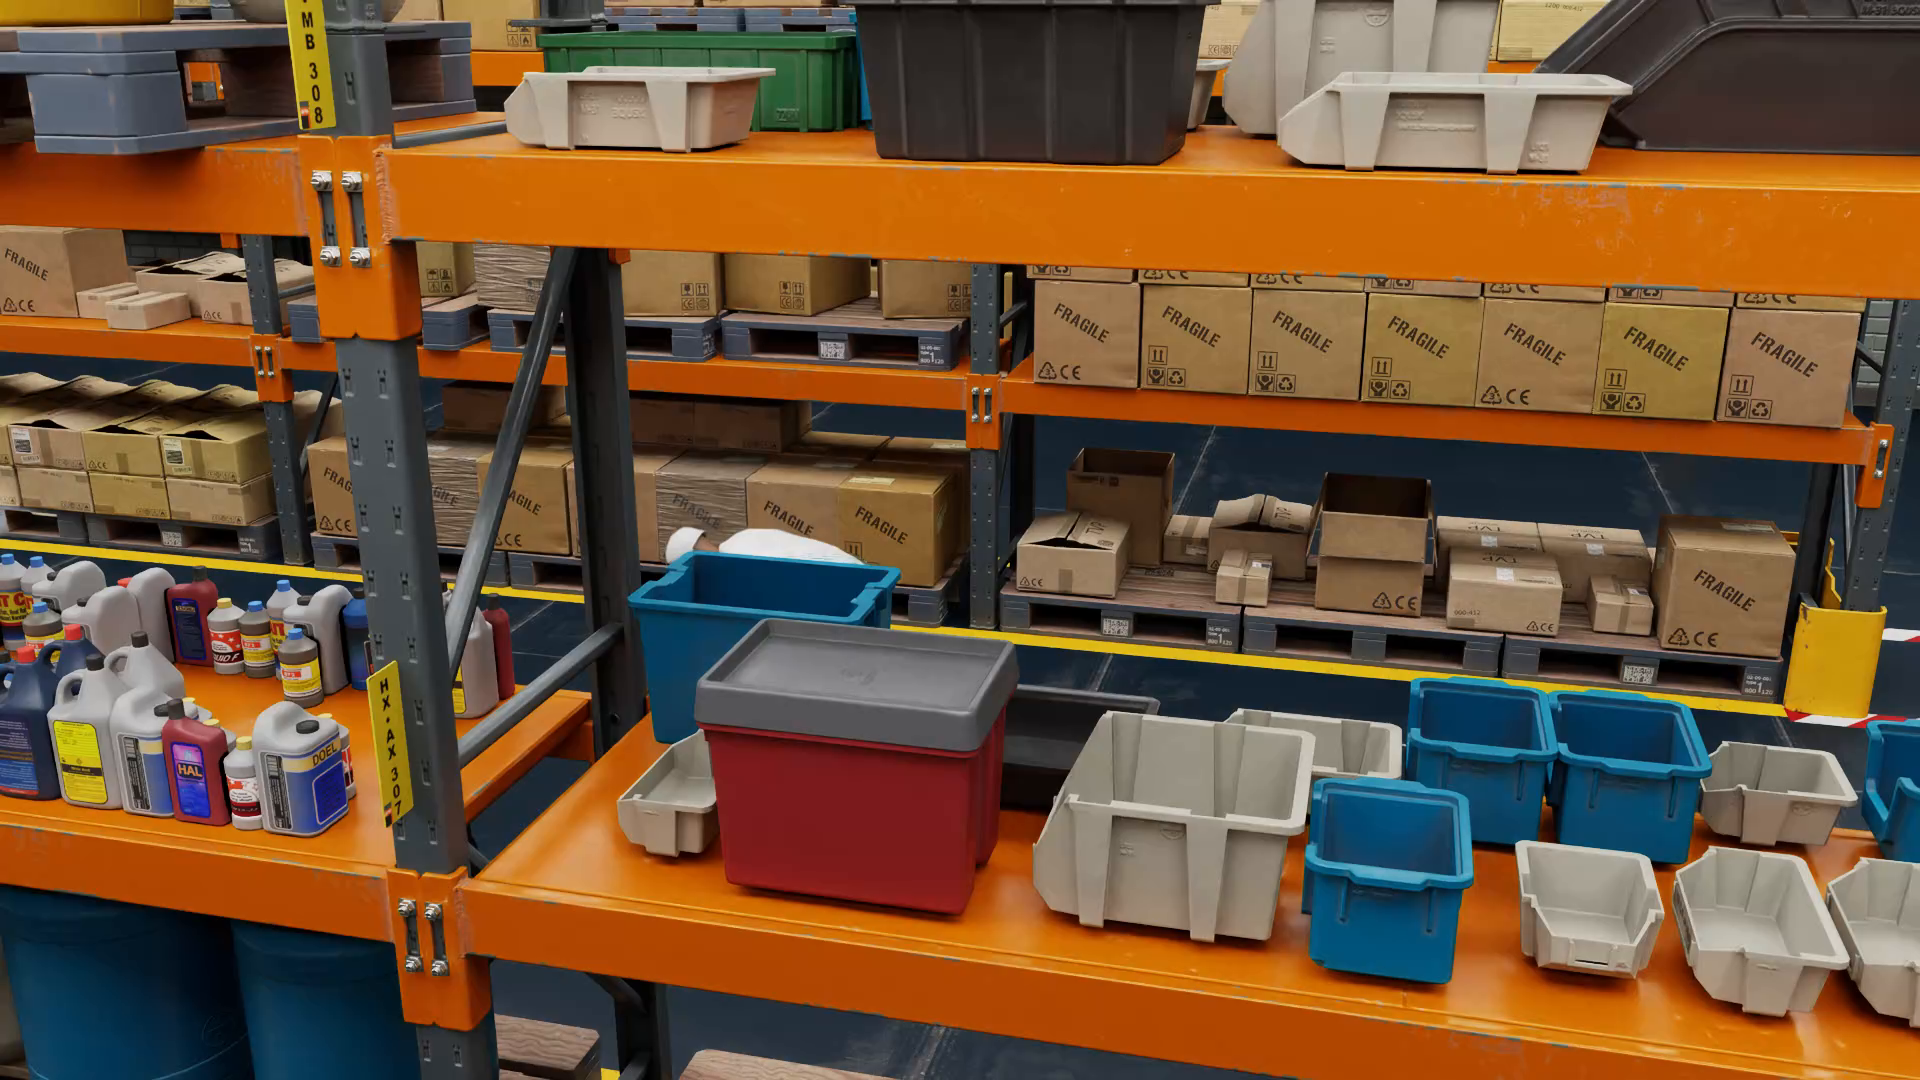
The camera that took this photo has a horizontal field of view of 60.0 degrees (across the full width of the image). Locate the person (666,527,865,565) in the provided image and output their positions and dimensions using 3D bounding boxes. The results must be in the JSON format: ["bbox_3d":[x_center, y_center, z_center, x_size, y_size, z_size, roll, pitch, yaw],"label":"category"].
[{"bbox_3d":[-0.857,0.356,7.536,0.958,0.814,0.532,4,19,13],"label":"person"}]
